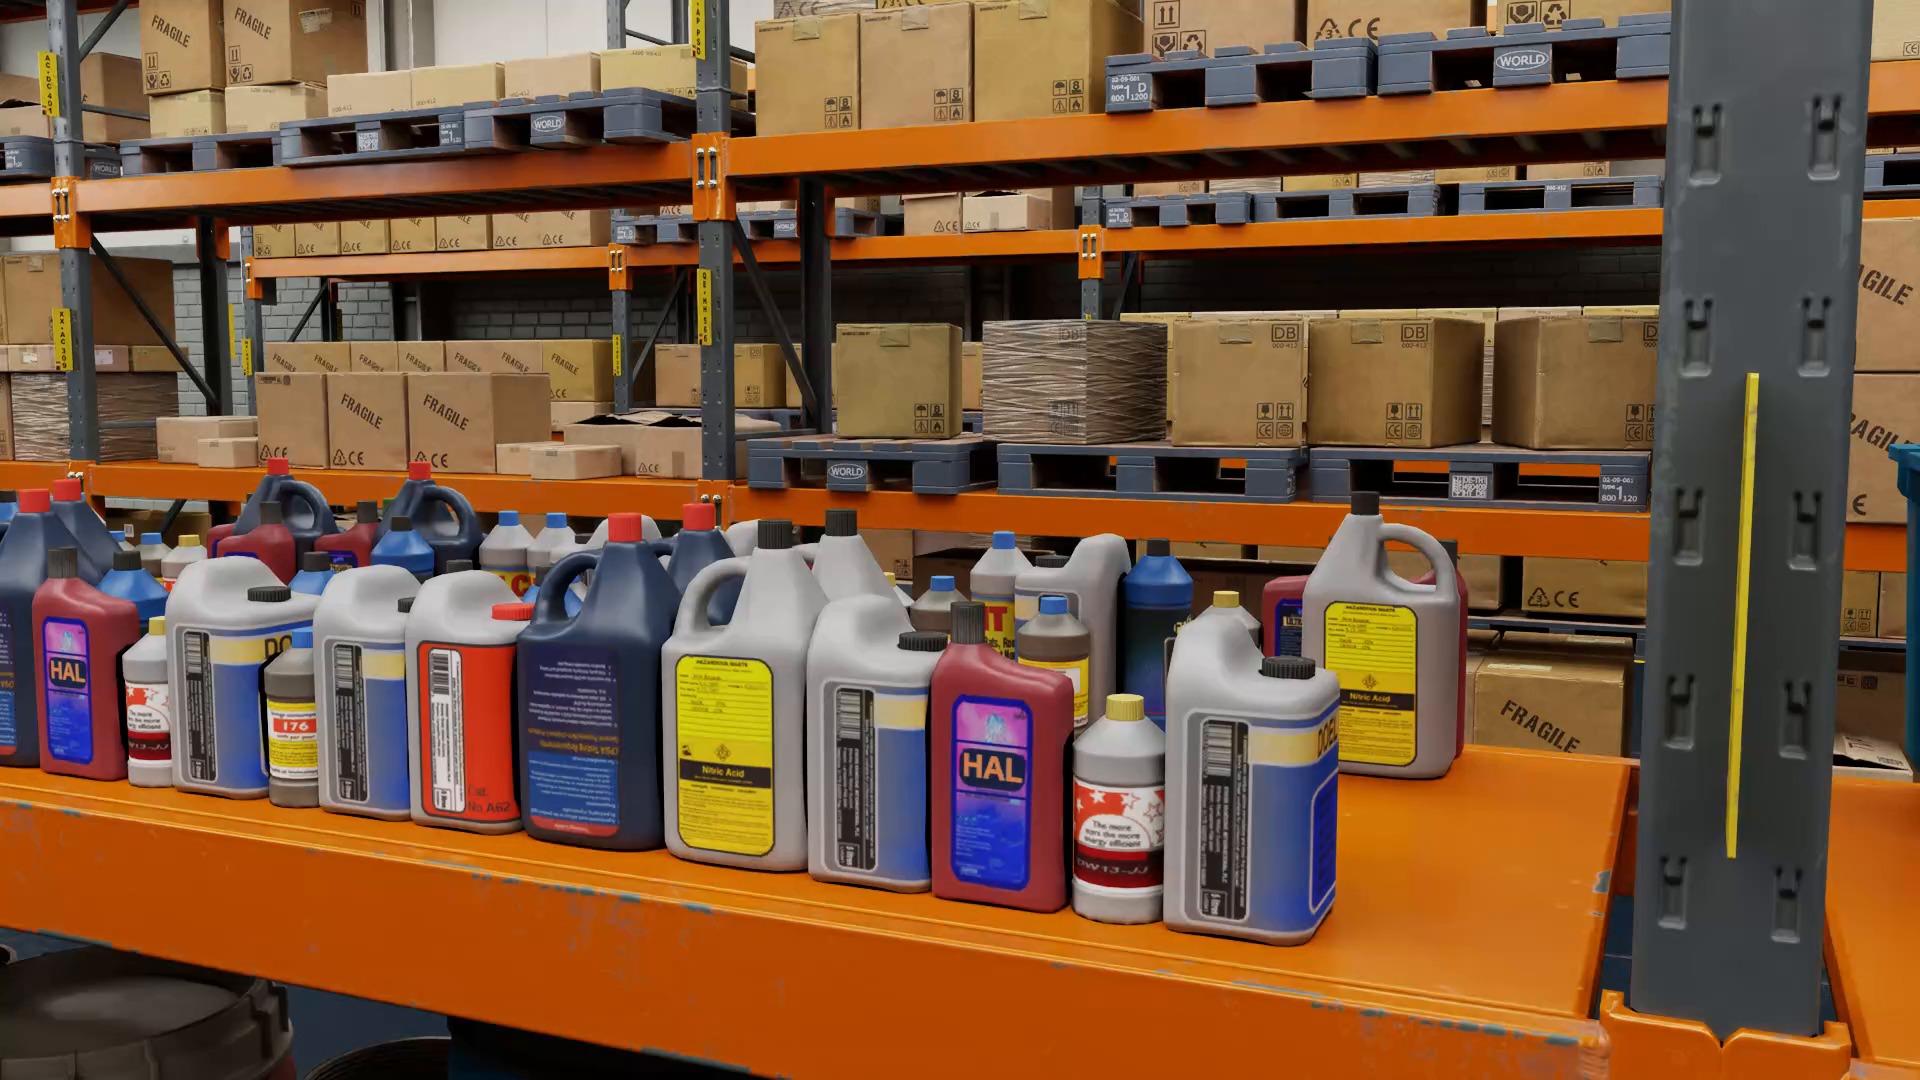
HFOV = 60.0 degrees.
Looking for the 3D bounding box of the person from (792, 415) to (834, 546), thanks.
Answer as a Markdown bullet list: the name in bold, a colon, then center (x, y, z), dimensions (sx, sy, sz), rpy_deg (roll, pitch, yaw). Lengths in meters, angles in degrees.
- **person**: center (-0.957, -0.013, 10.090), dimensions (0.442, 1.604, 0.502), rpy_deg (5, 7, 38)
